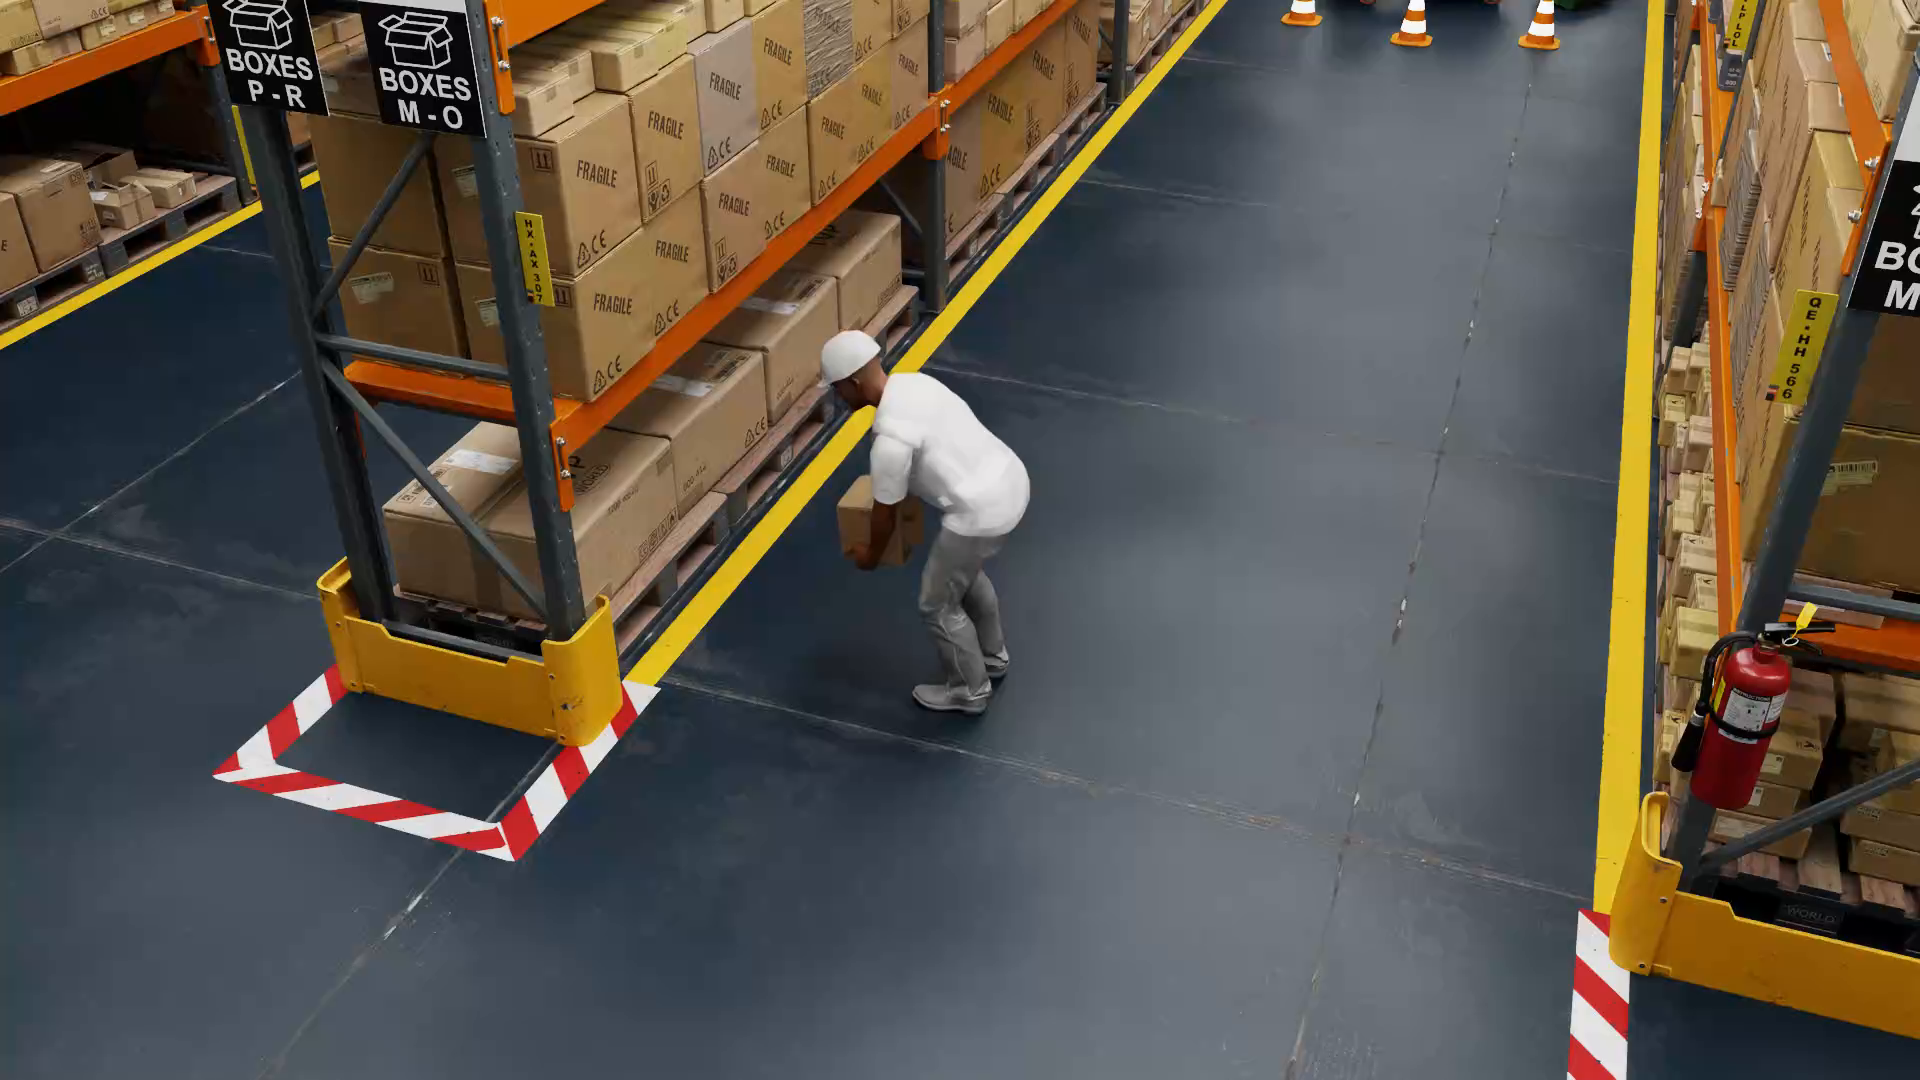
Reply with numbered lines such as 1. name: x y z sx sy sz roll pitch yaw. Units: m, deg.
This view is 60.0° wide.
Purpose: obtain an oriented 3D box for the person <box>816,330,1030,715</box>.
1. person: -0.144 -0.069 6.427 0.803 1.542 0.488 10 34 15
